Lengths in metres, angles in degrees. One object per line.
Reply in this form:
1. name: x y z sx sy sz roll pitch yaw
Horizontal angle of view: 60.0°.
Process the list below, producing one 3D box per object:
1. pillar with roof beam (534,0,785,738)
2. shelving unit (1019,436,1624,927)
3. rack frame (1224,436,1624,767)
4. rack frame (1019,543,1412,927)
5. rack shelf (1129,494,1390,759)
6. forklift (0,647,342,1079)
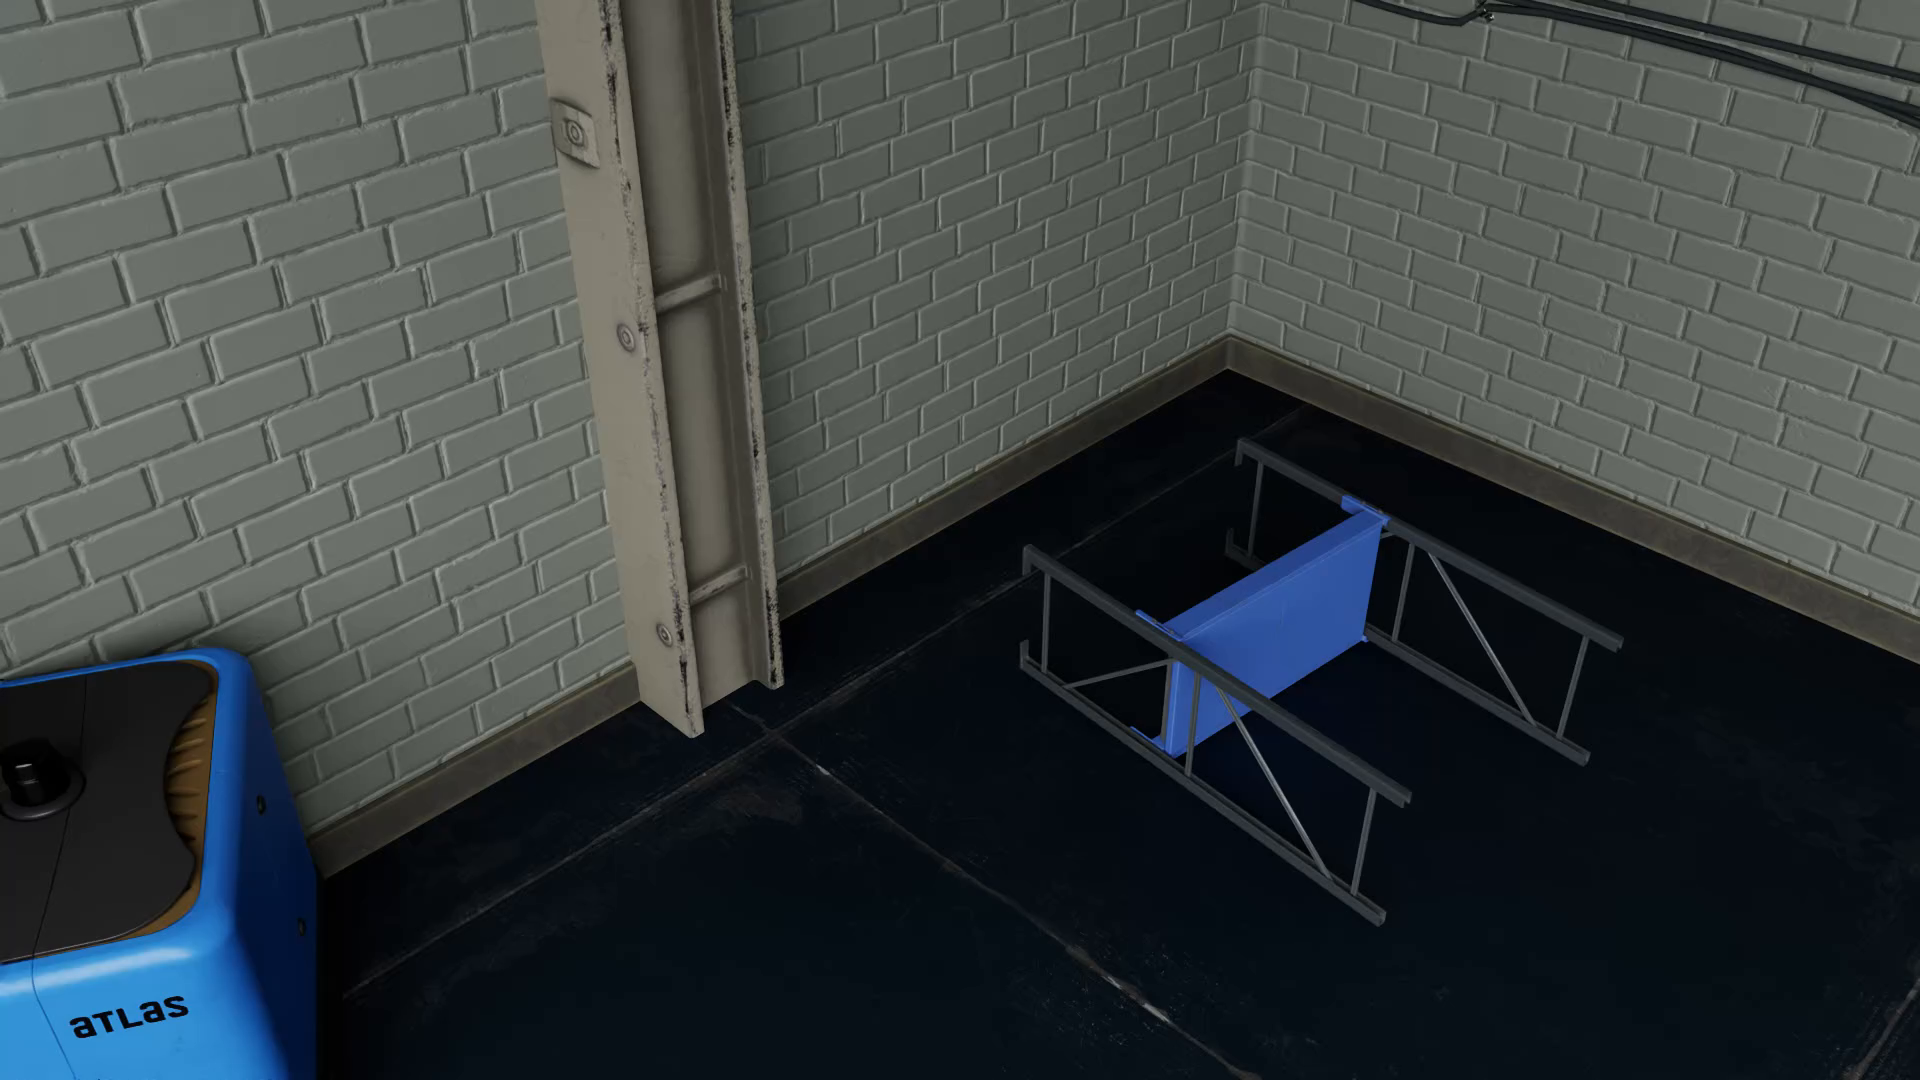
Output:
1. pillar with roof beam: 2.224 -1.460 0.477 9.100 9.000 0.400 30 45 35
2. shelving unit: 1.085 0.360 5.263 1.048 0.538 1.500 -26 42 -32
3. rack frame: 1.473 0.172 5.533 0.032 0.500 1.500 -26 42 -32
4. rack frame: 0.697 0.548 4.994 0.032 0.500 1.500 -26 42 -32
5. rack shelf: 0.969 0.281 5.376 1.000 0.538 0.185 -26 42 -32
6. forklift: -3.019 0.434 3.066 3.031 2.935 1.130 -10 36 -14
